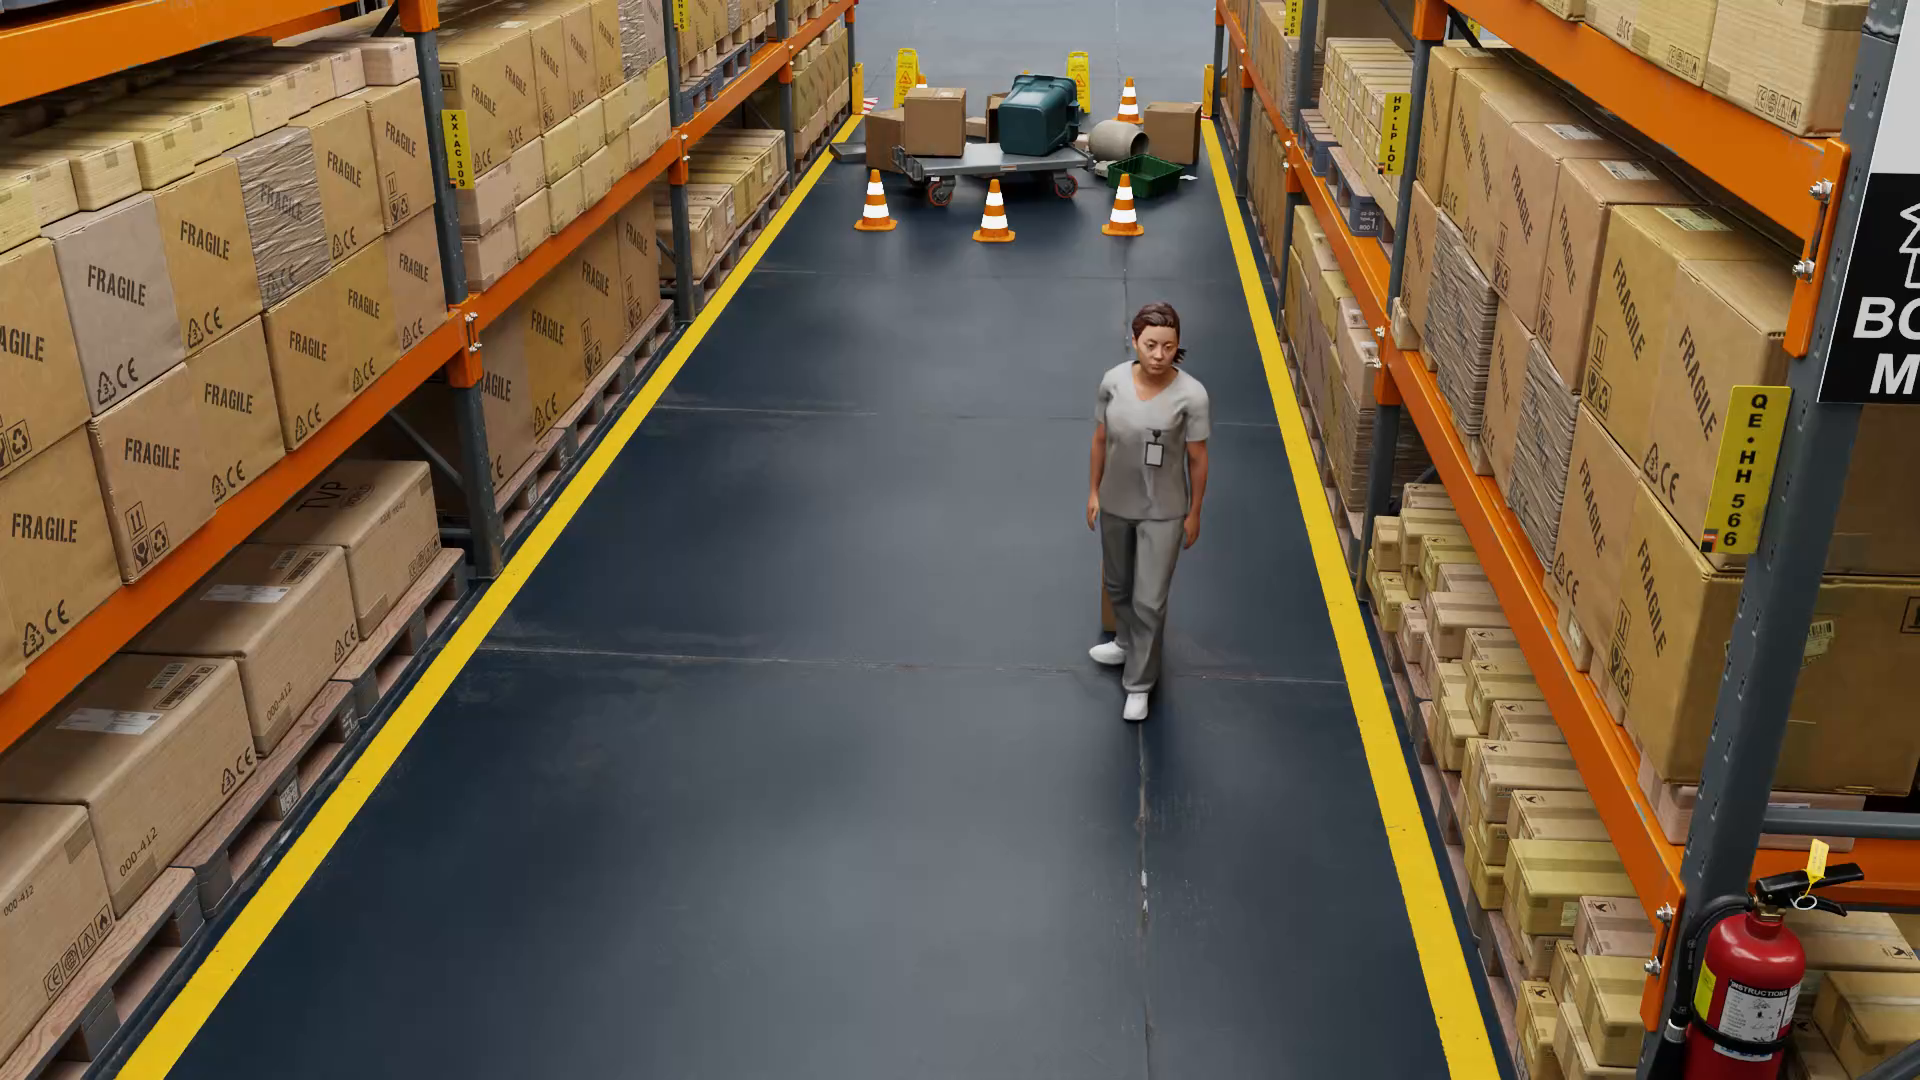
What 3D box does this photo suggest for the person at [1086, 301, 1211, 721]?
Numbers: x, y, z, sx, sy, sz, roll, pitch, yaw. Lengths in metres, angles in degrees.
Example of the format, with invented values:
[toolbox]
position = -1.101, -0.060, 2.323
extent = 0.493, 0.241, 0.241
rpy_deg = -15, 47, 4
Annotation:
[person]
position = 0.722, -0.147, 6.437
extent = 0.497, 1.658, 0.562
rpy_deg = 13, 27, 26
